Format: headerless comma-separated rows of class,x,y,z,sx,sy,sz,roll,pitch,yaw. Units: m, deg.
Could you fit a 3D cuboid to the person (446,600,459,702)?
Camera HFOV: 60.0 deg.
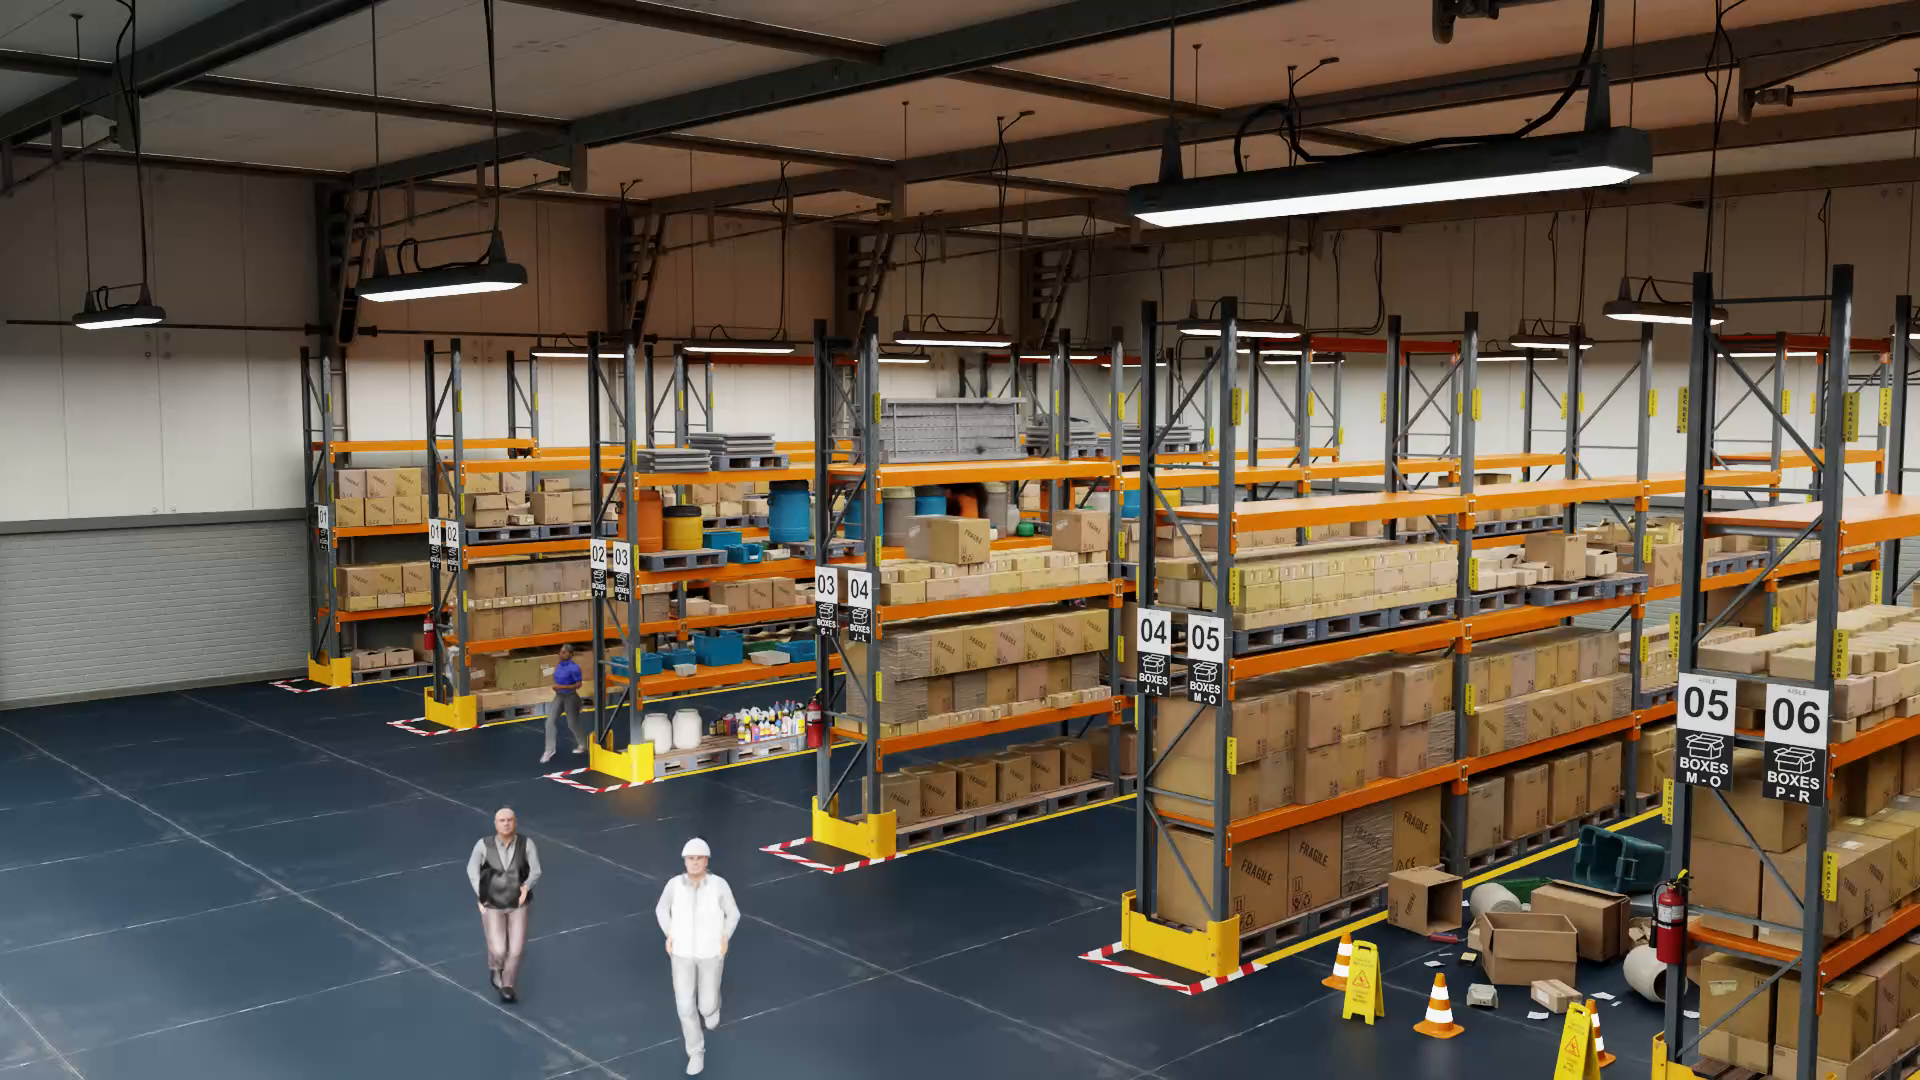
person,-8.391,1.857,27.809,0.618,1.746,0.660,-4,6,-39

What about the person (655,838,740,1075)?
person,-2.040,3.176,12.919,0.661,1.749,0.728,0,5,-3

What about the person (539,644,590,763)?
person,-5.504,2.298,23.483,0.585,1.700,0.775,3,6,31

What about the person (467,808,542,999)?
person,-3.838,3.098,14.085,0.603,1.663,0.591,-2,5,-22
